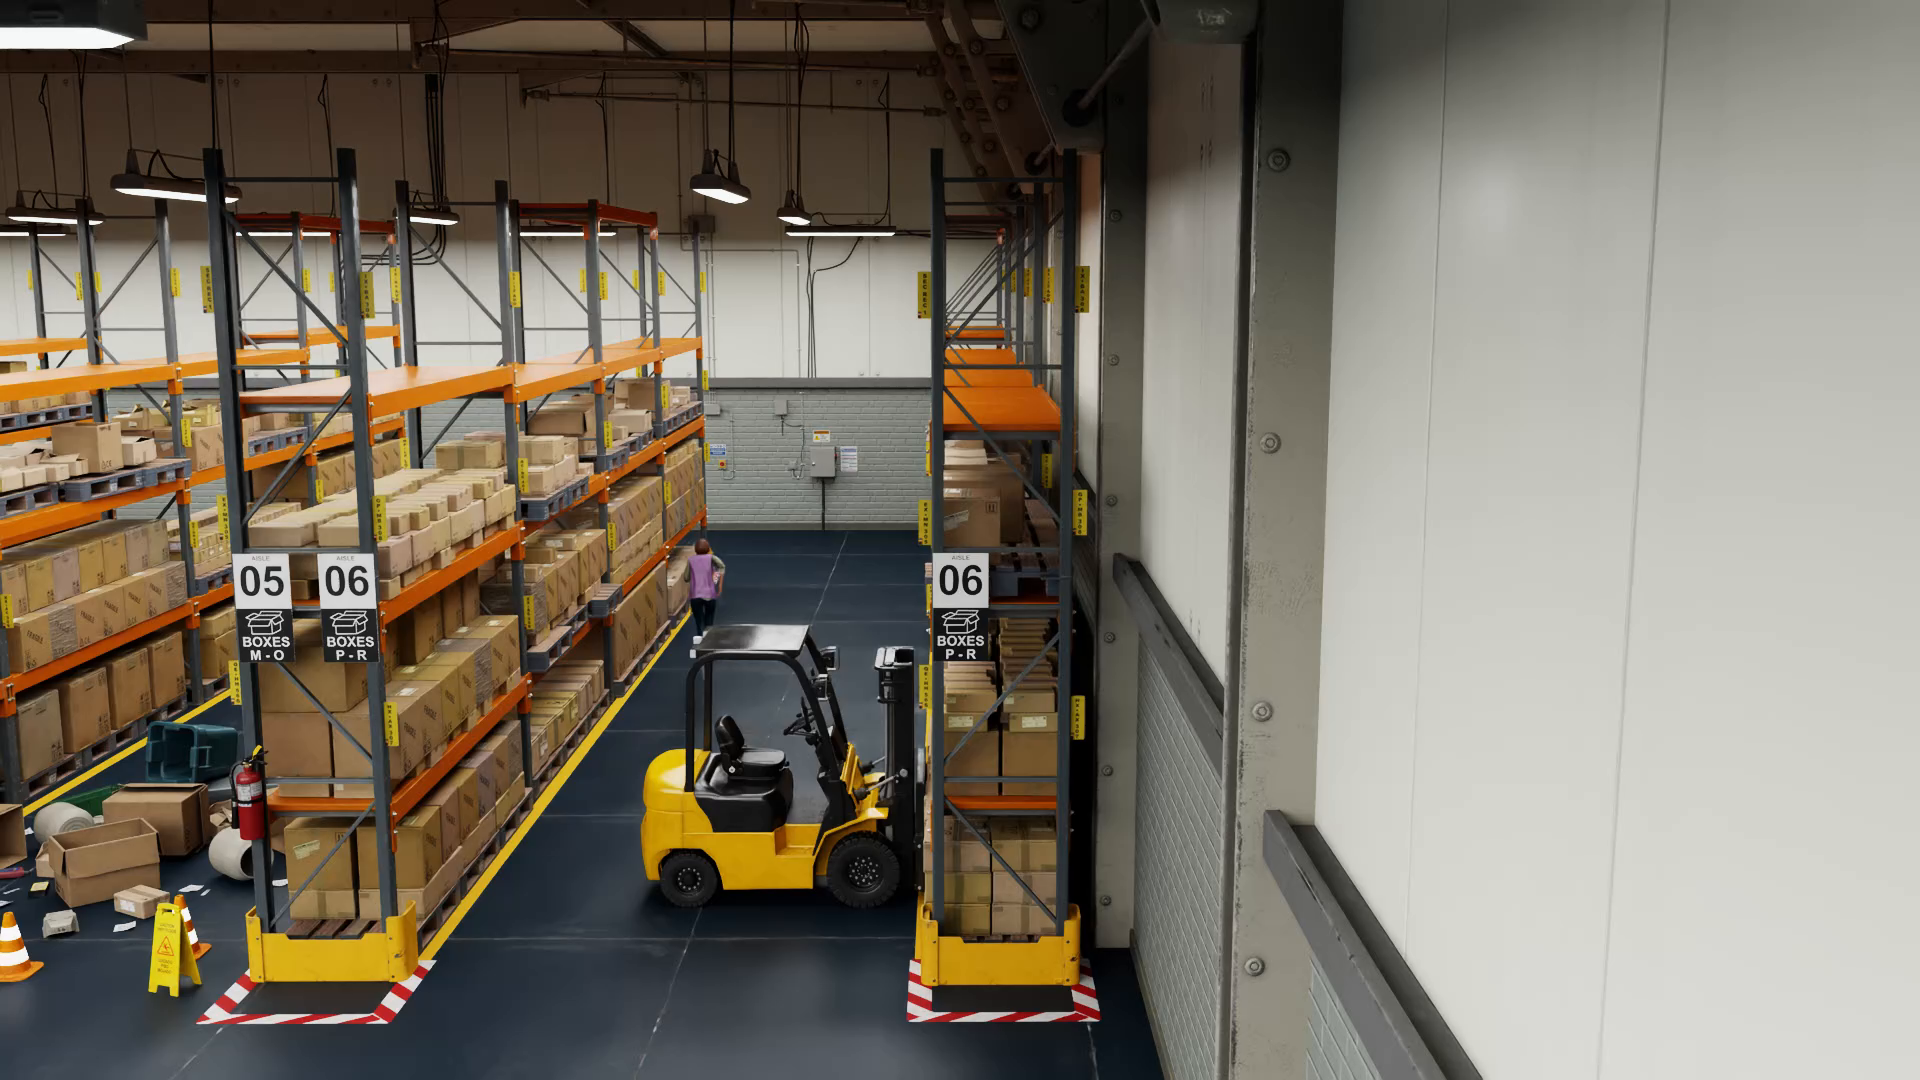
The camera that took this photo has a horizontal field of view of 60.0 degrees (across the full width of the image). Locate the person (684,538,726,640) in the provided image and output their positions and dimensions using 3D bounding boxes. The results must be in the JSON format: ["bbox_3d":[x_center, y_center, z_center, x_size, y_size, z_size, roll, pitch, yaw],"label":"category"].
[{"bbox_3d":[-3.249,0.760,21.189,0.517,1.538,0.788,-2,9,-12],"label":"person"}]
